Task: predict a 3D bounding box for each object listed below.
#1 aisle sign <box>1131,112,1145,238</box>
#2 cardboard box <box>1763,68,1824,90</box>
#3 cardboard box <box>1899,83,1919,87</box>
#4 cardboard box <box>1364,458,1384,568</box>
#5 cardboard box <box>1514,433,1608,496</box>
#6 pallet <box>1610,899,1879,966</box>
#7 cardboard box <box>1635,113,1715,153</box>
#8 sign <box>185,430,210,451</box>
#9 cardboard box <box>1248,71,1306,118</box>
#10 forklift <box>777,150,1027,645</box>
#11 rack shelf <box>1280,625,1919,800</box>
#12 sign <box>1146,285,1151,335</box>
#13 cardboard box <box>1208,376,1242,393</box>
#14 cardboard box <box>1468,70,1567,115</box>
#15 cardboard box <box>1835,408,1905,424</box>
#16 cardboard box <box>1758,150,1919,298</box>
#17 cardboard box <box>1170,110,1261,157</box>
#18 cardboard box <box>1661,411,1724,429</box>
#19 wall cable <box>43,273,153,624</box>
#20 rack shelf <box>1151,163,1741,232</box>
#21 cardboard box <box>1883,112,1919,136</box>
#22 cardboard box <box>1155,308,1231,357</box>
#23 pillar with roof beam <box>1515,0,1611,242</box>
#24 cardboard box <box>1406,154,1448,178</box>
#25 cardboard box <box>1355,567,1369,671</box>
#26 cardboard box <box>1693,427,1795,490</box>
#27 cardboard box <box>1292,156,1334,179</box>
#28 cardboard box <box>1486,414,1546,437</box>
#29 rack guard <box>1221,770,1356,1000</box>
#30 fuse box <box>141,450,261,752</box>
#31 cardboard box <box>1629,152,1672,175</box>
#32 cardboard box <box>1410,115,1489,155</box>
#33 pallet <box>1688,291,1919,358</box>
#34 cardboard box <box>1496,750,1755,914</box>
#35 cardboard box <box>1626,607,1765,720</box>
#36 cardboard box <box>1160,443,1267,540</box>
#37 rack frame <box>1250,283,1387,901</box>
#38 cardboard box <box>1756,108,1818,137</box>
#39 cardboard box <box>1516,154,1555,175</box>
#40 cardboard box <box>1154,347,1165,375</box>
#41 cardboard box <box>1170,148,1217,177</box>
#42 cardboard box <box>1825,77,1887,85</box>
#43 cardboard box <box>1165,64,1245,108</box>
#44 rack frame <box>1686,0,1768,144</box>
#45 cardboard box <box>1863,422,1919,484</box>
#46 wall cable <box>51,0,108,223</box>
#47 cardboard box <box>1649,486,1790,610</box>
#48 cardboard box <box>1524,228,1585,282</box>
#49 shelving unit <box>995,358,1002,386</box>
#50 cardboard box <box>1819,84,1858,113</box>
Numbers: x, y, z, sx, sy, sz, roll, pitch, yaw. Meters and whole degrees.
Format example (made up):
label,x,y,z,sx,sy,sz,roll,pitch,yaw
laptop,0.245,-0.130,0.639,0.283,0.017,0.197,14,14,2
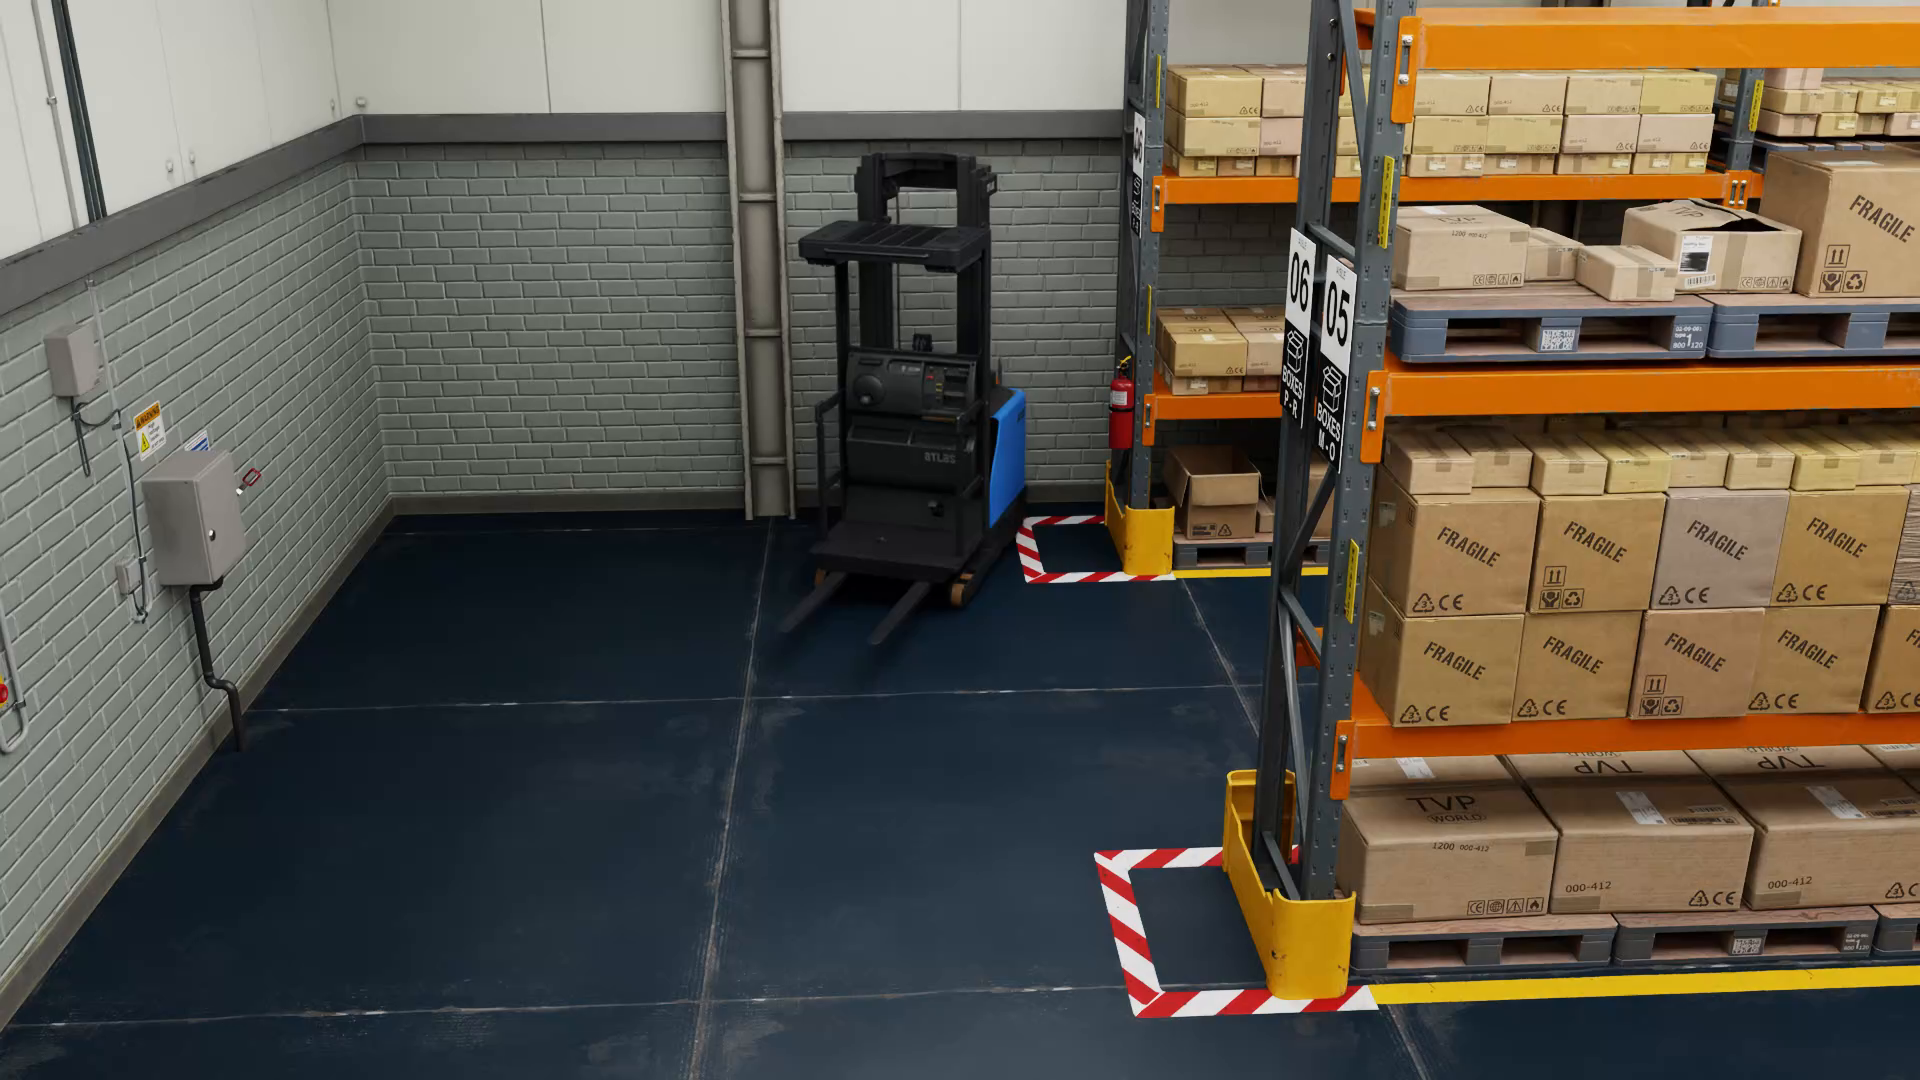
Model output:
label,x,y,z,sx,sy,sz,roll,pitch,yaw
aisle sign,1.199,-2.462,11.219,0.004,0.787,0.394,-1,21,-3
cardboard box,5.565,-3.177,11.155,0.258,0.266,0.396,-1,21,-4
cardboard box,6.592,-3.013,11.306,0.250,0.149,0.380,-1,21,-2
cardboard box,2.005,-0.198,7.380,0.500,0.500,0.500,0,21,-1
cardboard box,2.431,-0.311,6.765,0.250,0.149,0.380,-1,21,-1
pallet,3.546,1.646,8.002,1.213,0.211,1.003,-1,21,-3
cardboard box,4.777,-2.806,11.353,0.500,0.250,0.500,-1,21,-3
sign,-4.300,-0.343,9.440,0.001,0.494,0.329,-1,21,-3
cardboard box,2.217,-2.981,11.109,0.500,0.250,0.500,-1,21,-3
forklift,-0.399,-1.065,11.298,1.130,2.935,3.031,6,22,16
rack shelf,3.534,0.706,7.563,4.000,0.370,1.077,-1,21,-3
sign,1.282,-1.565,11.299,0.005,0.325,0.100,-1,21,-3
cardboard box,1.846,-1.167,11.822,0.250,0.149,0.380,-1,21,-2
cardboard box,3.741,-3.022,11.218,0.500,0.250,0.500,-1,21,-2
cardboard box,3.929,-0.530,7.341,0.250,0.149,0.380,-1,21,-3
cardboard box,3.559,-1.269,6.652,0.500,0.500,0.500,-1,21,-2
cardboard box,1.709,-2.736,11.168,0.500,0.250,0.500,-1,21,-4
cardboard box,3.155,-0.531,7.342,0.250,0.149,0.380,-1,21,-2
wall cable,-4.183,-0.445,8.148,0.122,1.984,0.588,-1,21,-3
rack shelf,3.247,-2.459,11.660,4.000,0.370,1.077,-1,21,-3
cardboard box,6.330,-2.834,11.256,0.250,0.149,0.380,-1,21,-2
cardboard box,1.695,-1.526,12.205,0.500,0.250,0.500,-1,21,-1
pillar with roof beam,4.743,-3.015,7.892,0.400,9.000,9.100,-1,21,-3
cardboard box,3.118,-2.558,11.262,0.250,0.149,0.380,-1,21,-3
cardboard box,2.004,0.260,7.583,0.500,0.500,0.500,-1,21,-3
cardboard box,3.204,-0.337,6.833,0.250,0.149,0.380,-1,21,-3
cardboard box,2.354,-2.544,11.224,0.250,0.149,0.380,-1,21,-2
cardboard box,2.389,-0.534,7.351,0.250,0.149,0.380,-1,21,-4
rack guard,1.514,1.579,7.772,0.348,0.500,1.175,-1,21,-3
fuse box,-4.065,0.386,9.203,0.414,1.711,0.539,-1,21,-3
cardboard box,4.657,-2.603,11.379,0.250,0.149,0.380,-1,21,-3
cardboard box,3.242,-2.778,11.279,0.500,0.250,0.500,-1,21,-4
pallet,3.499,-0.995,6.928,1.213,0.211,1.003,-1,21,-3
cardboard box,3.104,1.341,7.895,0.875,0.438,0.875,-1,21,-2
cardboard box,3.045,0.431,7.131,0.500,0.500,0.500,-1,21,-3
cardboard box,1.867,-0.361,12.273,0.637,0.503,0.797,-2,21,-5
rack frame,1.538,0.410,7.328,0.127,3.000,1.000,-1,21,-3
cardboard box,5.565,-2.827,11.236,0.250,0.149,0.380,-1,21,-2
cardboard box,3.875,-2.602,11.377,0.250,0.149,0.380,0,21,-1
cardboard box,1.566,-1.338,12.272,0.250,0.149,0.380,-1,21,-4
cardboard box,1.582,-2.561,11.270,0.250,0.149,0.380,-1,21,-2
cardboard box,6.302,-3.172,11.725,0.250,0.149,0.380,-1,21,-2
cardboard box,1.678,-3.166,11.595,0.500,0.250,0.500,-2,21,-5
rack frame,5.244,-4.238,11.105,0.127,3.000,1.000,-1,21,-3
cardboard box,3.962,-0.366,6.908,0.250,0.149,0.380,-2,21,-4
wall cable,-4.287,-3.453,8.991,0.133,3.039,2.988,-1,21,-3
cardboard box,3.062,-0.039,6.961,0.500,0.500,0.500,-1,21,-3
cardboard box,2.396,-1.195,6.952,0.250,0.149,0.380,-3,21,-7
shelving unit,0.067,-0.813,13.059,0.503,1.200,0.258,0,19,-1
cardboard box,5.829,-2.982,11.226,0.250,0.149,0.380,-1,21,-2
